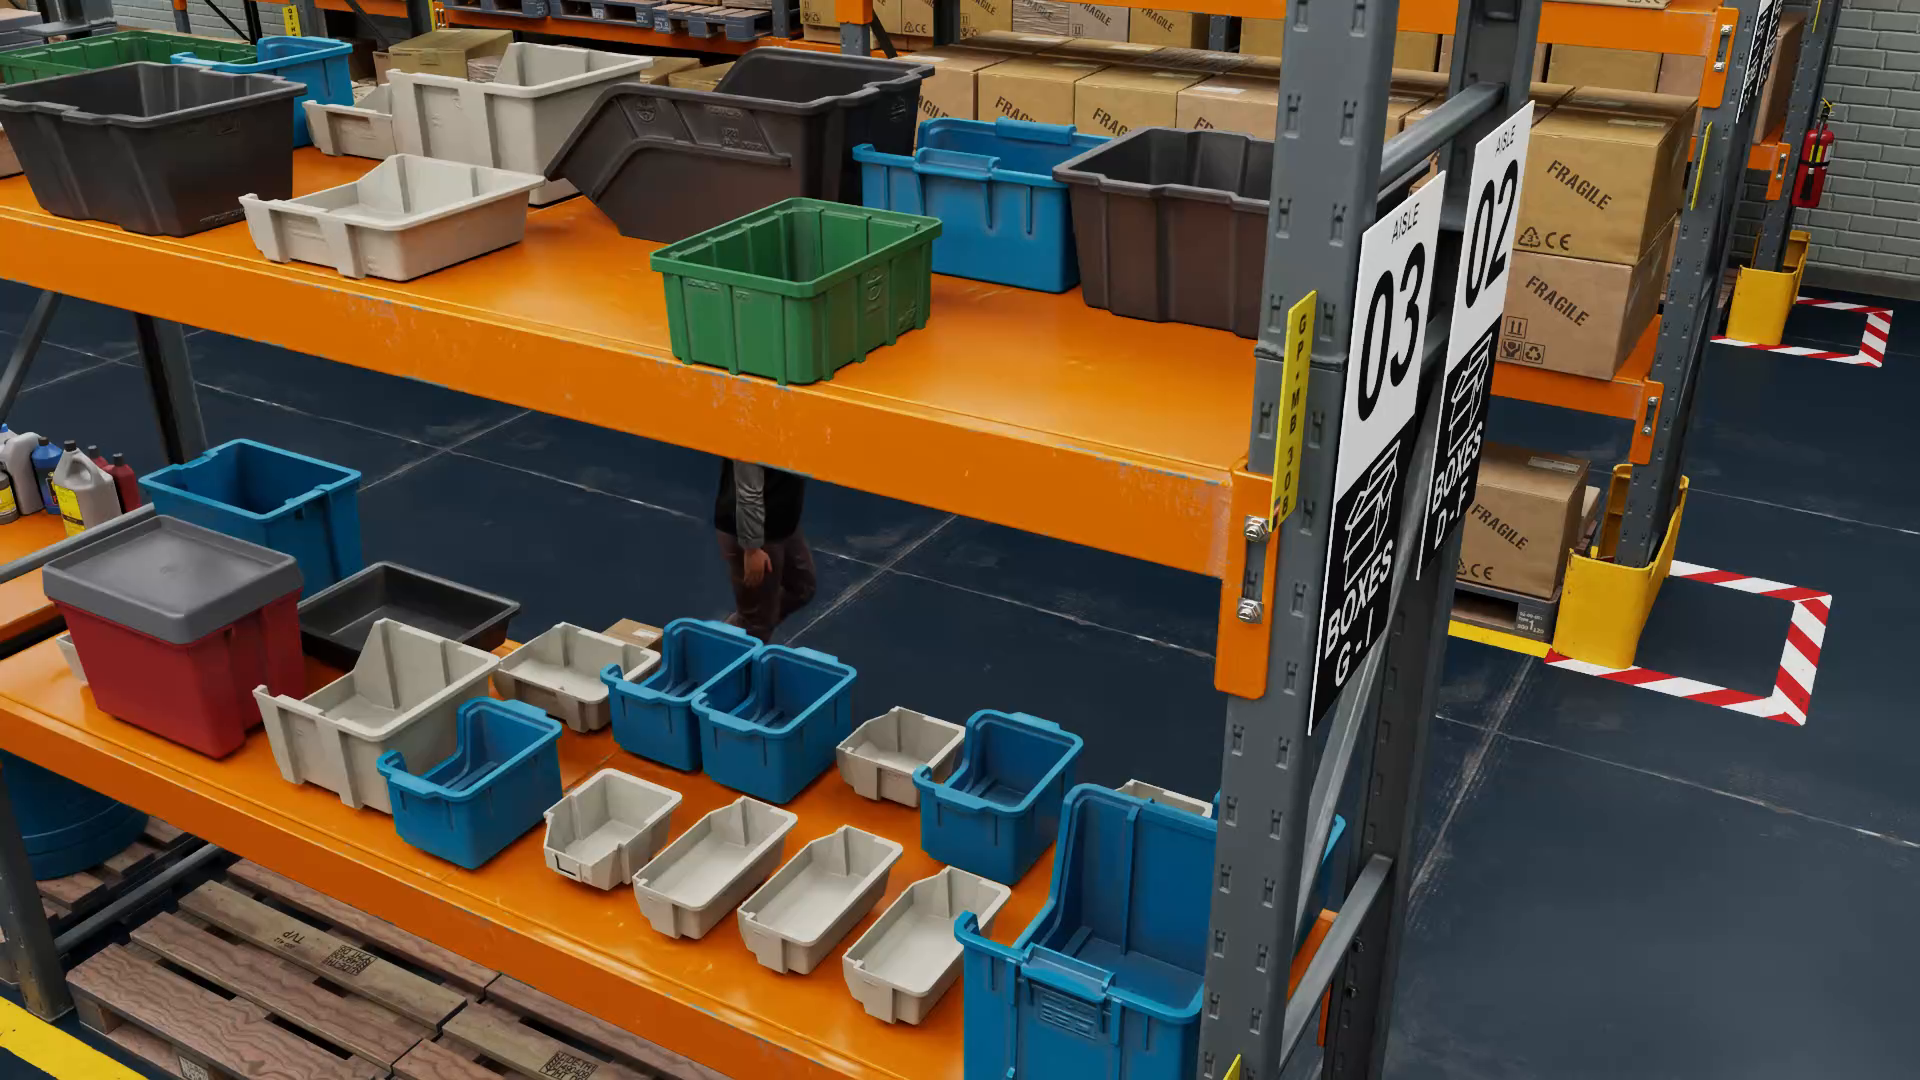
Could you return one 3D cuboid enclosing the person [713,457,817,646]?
[{"bbox_3d":[-0.845,-0.054,6.729,0.477,1.713,0.578,0,26,1],"label":"person"}]
